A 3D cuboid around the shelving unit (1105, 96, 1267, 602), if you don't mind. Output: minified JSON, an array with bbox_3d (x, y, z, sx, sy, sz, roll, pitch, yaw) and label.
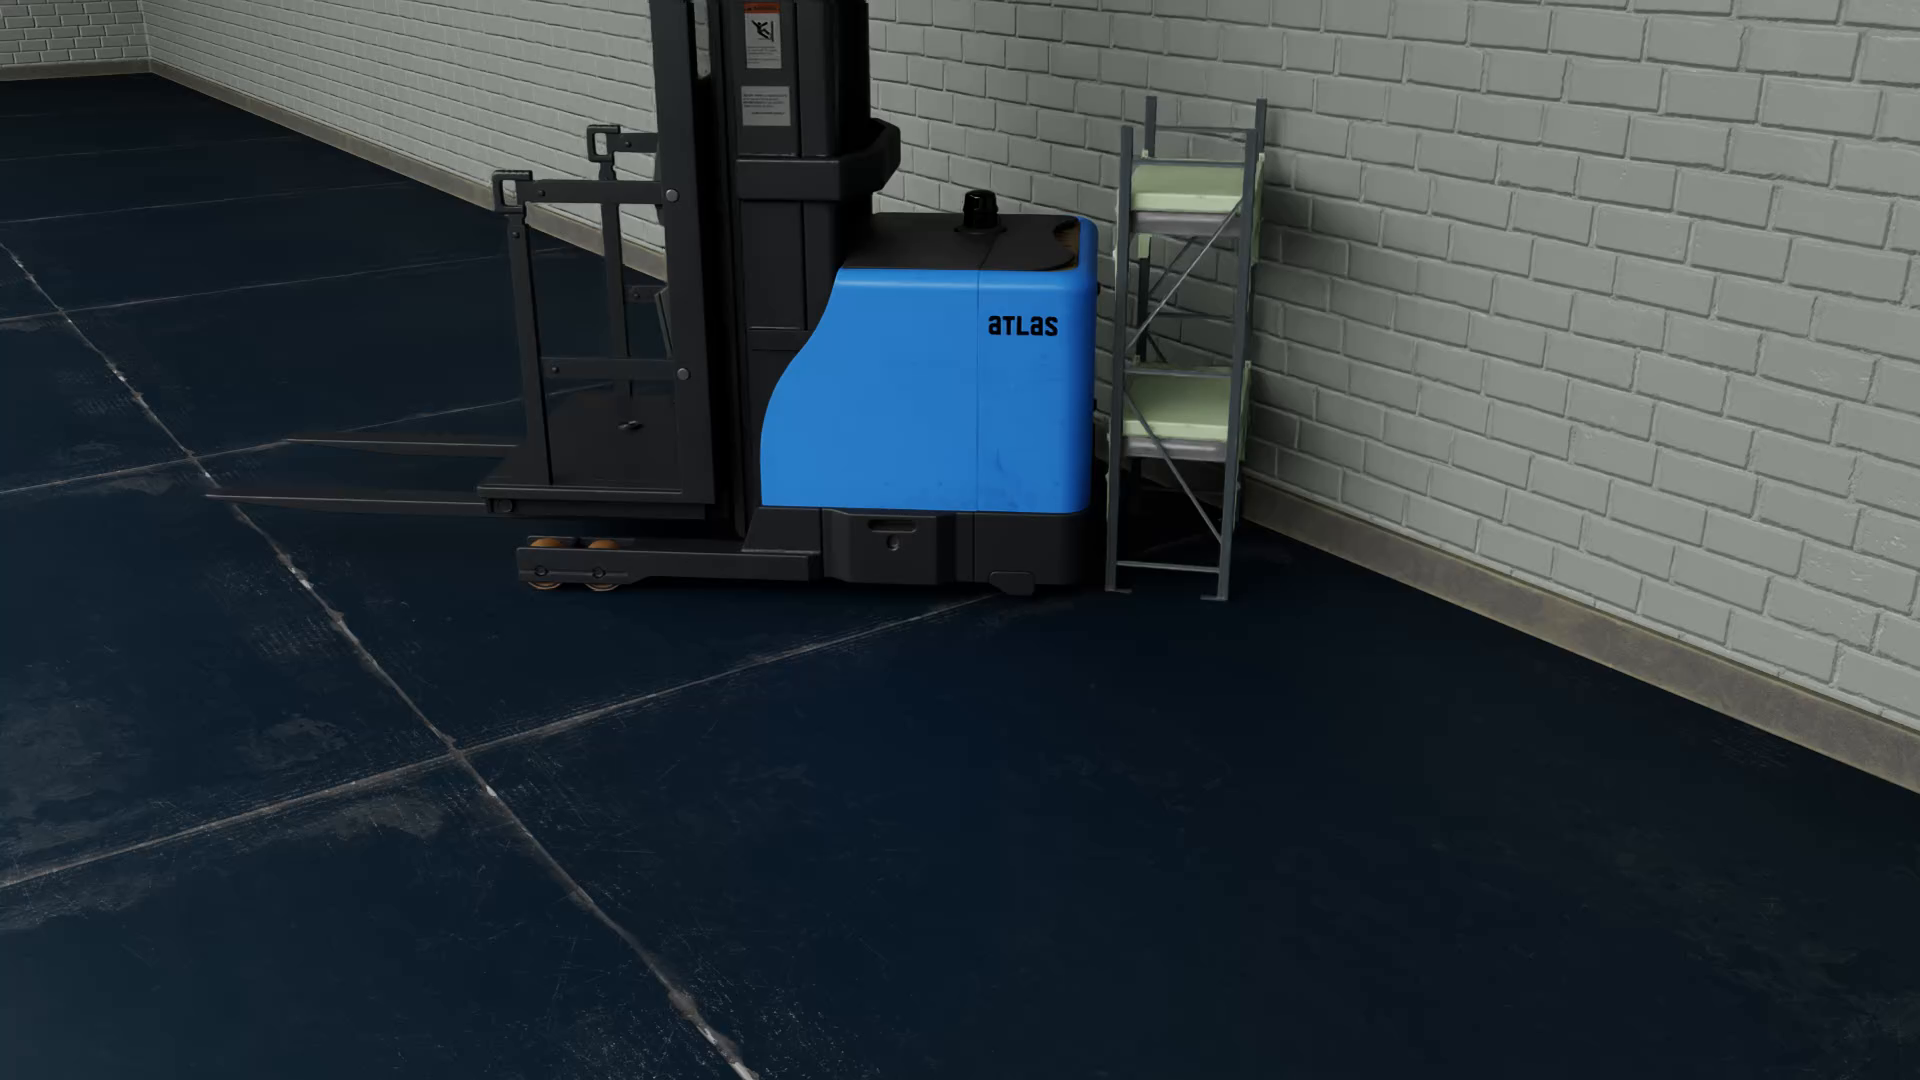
[{"bbox_3d":[0.748,-0.647,5.495,0.431,1.500,0.755,4,22,11],"label":"shelving unit"}]

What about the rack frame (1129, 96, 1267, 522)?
[{"bbox_3d":[0.822,-0.780,5.828,0.400,1.500,0.023,4,22,11],"label":"rack frame"}]

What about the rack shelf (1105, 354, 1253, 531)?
[{"bbox_3d":[0.748,-0.345,5.616,0.431,0.370,0.720,4,22,11],"label":"rack shelf"}]

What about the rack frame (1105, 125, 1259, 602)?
[{"bbox_3d":[0.674,-0.514,5.162,0.400,1.500,0.023,4,22,11],"label":"rack frame"}]

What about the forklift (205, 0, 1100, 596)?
[{"bbox_3d":[-1.046,-1.385,5.411,3.031,2.935,1.130,2,22,4],"label":"forklift"}]

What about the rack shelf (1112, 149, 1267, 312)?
[{"bbox_3d":[0.748,-1.010,5.350,0.431,0.370,0.720,4,22,11],"label":"rack shelf"}]
